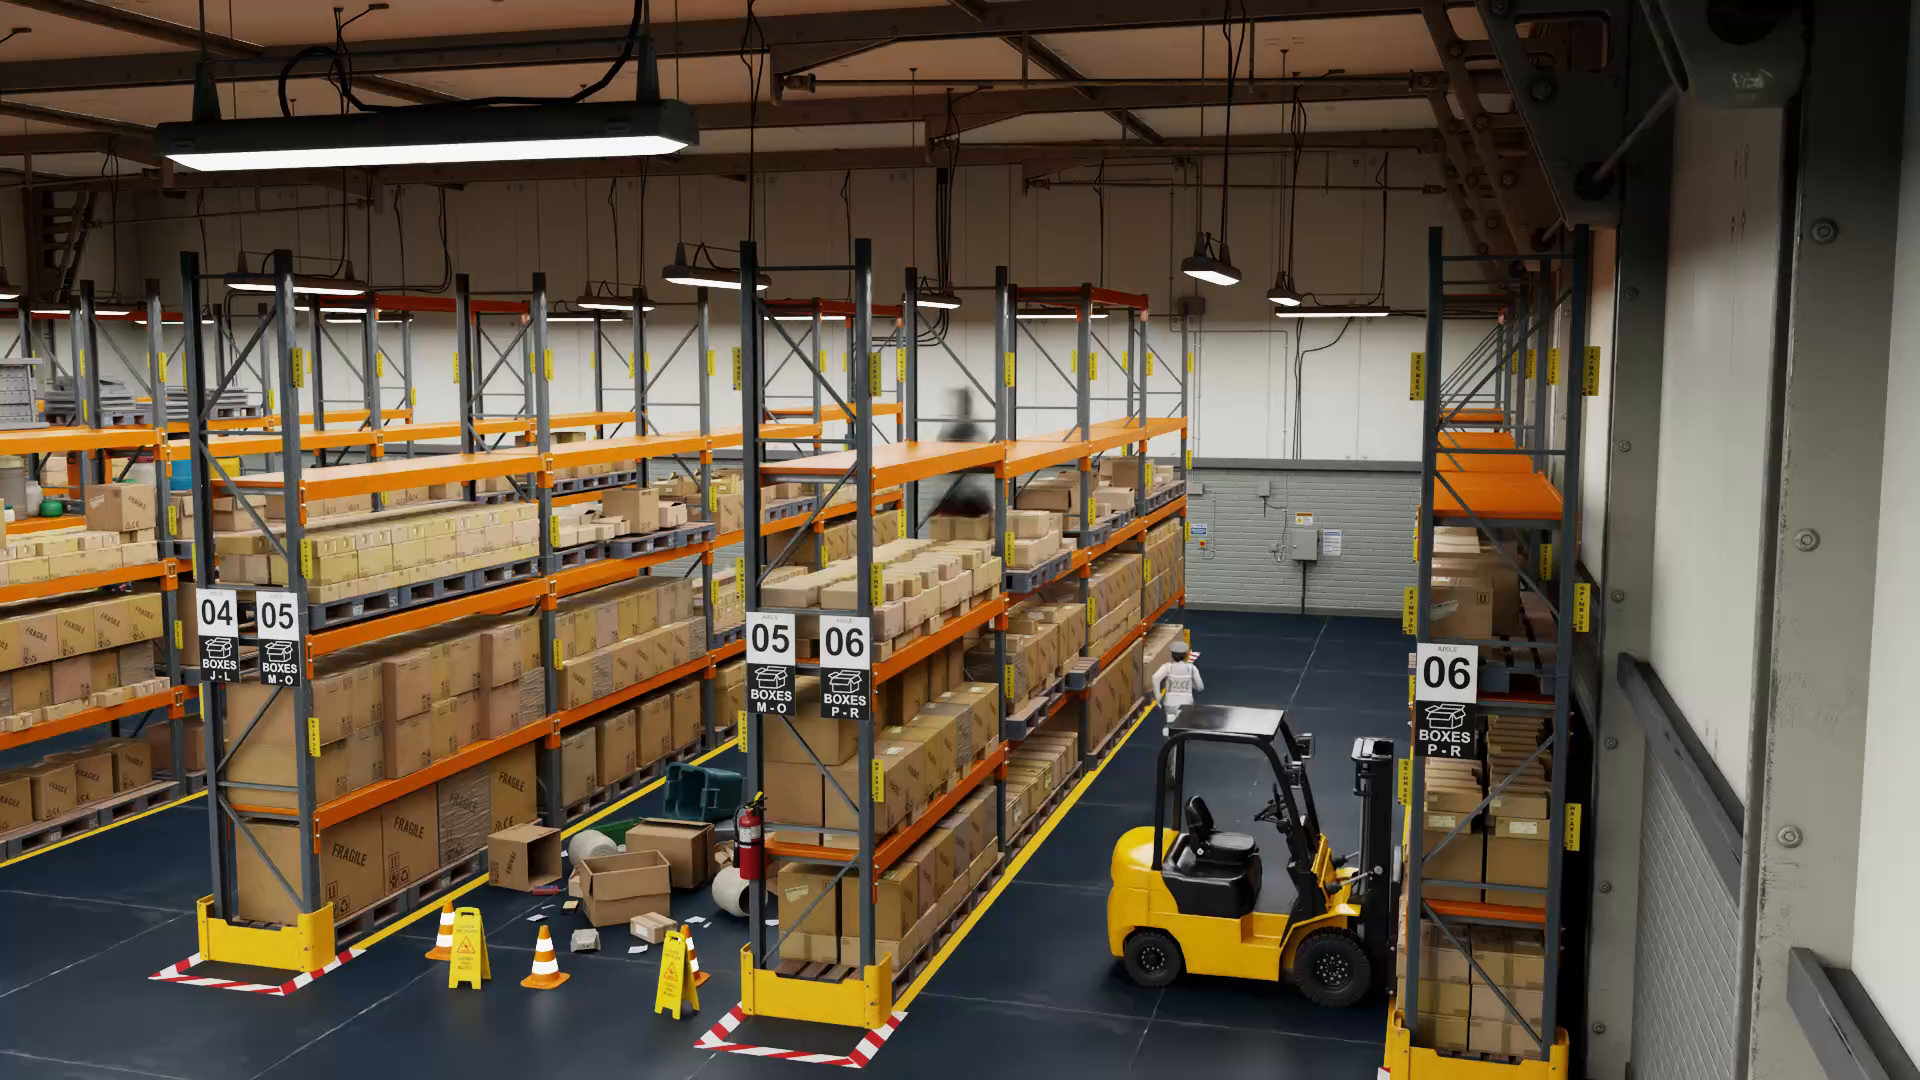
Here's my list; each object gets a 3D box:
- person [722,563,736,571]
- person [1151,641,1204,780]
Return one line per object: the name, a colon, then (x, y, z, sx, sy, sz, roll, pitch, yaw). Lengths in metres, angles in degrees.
person: (-3.814, 1.242, 27.750, 0.524, 1.741, 0.767, 3, 7, 23)
person: (2.624, 2.105, 20.092, 0.608, 1.699, 0.917, 2, 7, 14)
